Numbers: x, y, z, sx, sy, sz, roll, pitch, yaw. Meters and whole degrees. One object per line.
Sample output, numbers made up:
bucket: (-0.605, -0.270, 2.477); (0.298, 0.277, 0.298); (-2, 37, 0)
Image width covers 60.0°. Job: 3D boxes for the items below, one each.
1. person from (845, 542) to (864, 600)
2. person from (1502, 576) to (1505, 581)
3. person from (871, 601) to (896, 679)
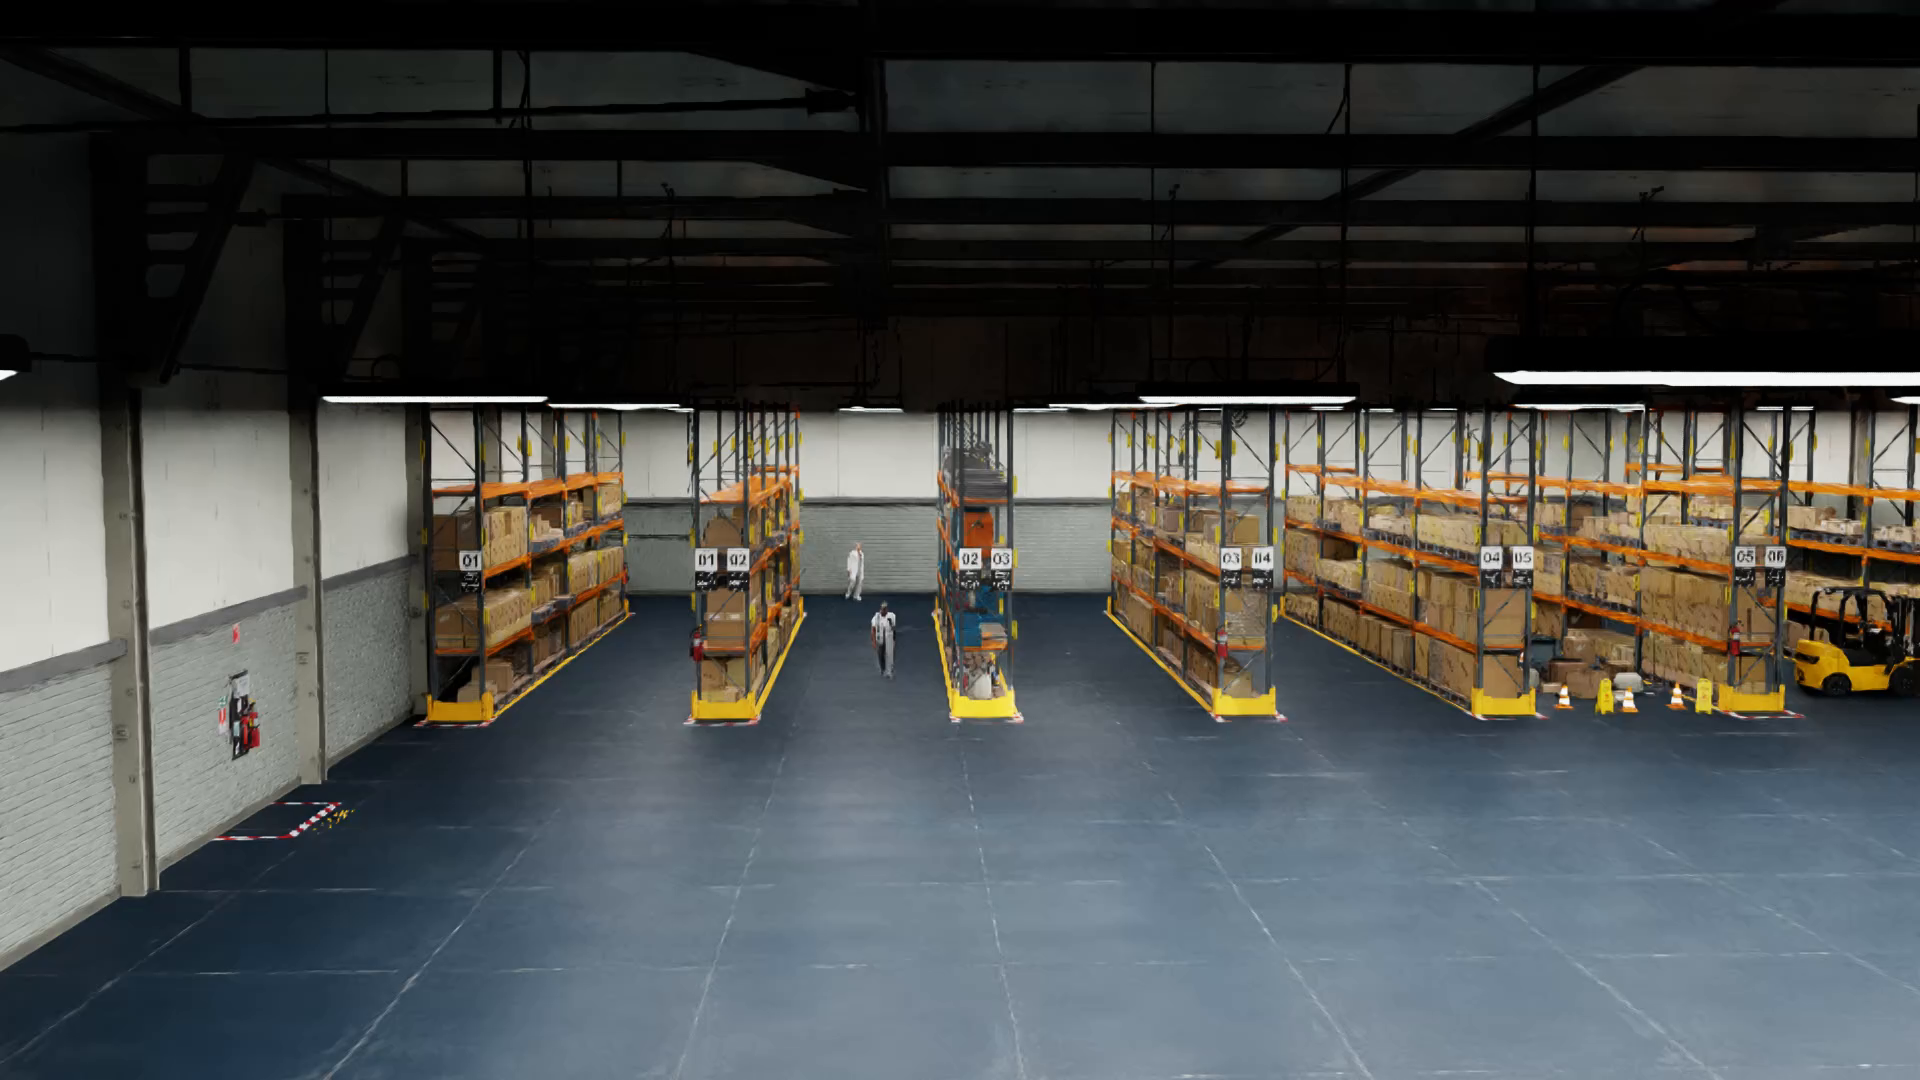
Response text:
person: (-3.247, 0.950, 51.296); (0.622, 1.767, 0.615); (-3, 5, -36)
person: (13.535, 1.723, 41.645); (0.555, 1.650, 0.588); (1, 5, 17)
person: (-1.652, 2.134, 35.932); (0.542, 1.661, 1.116); (0, 4, 0)
